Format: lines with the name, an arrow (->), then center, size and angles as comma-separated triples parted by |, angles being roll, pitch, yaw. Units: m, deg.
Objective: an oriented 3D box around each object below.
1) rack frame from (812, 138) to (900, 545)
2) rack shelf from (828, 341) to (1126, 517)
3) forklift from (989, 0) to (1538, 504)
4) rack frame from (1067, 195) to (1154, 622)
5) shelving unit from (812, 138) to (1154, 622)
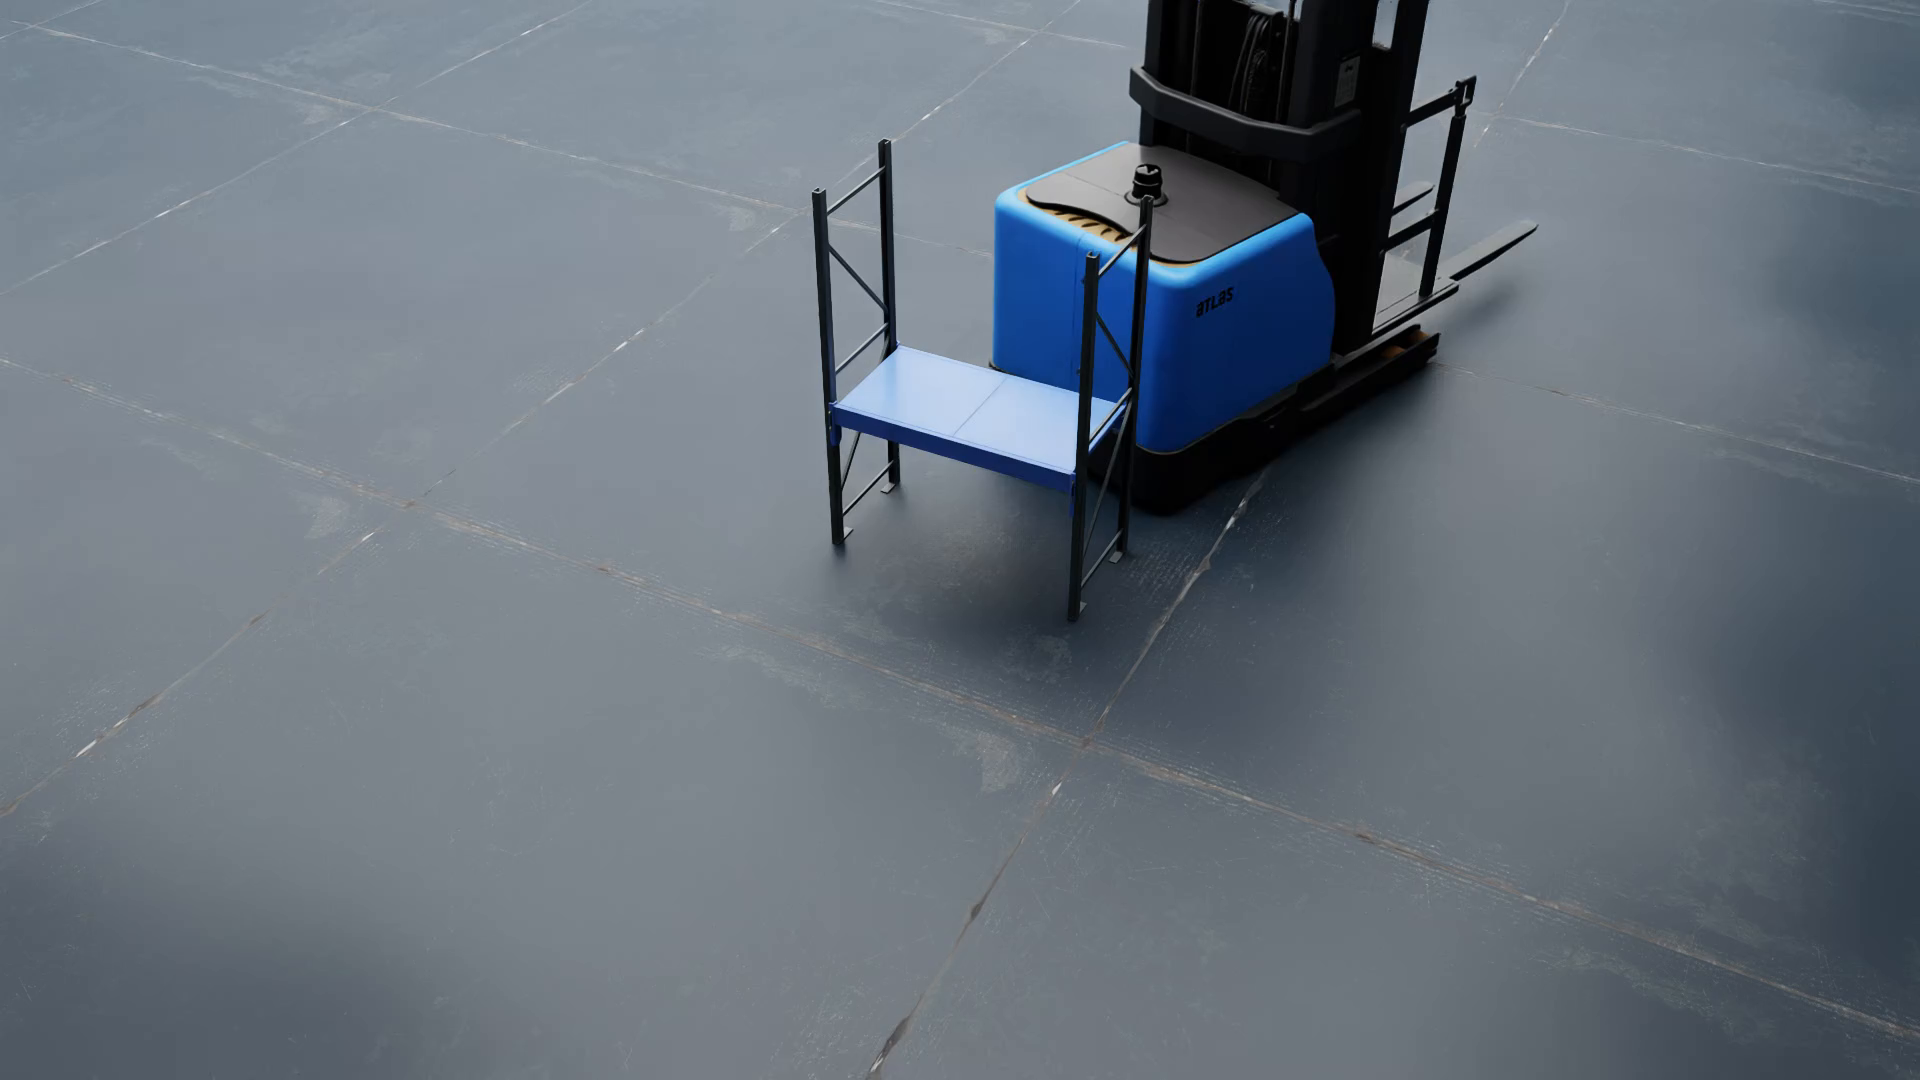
rack frame -> -0.376, -0.715, 6.269 | 0.032, 1.500, 0.500 | 17, 41, 21
rack shelf -> 0.076, -0.430, 6.191 | 1.000, 0.185, 0.538 | 17, 41, 21
forklift -> 1.544, -2.084, 6.889 | 3.031, 2.935, 1.130 | -29, 46, -33
rack frame -> 0.527, -0.432, 5.896 | 0.032, 1.500, 0.500 | 17, 41, 21
shelving unit -> 0.076, -0.574, 6.082 | 1.048, 1.500, 0.538 | 17, 41, 21
